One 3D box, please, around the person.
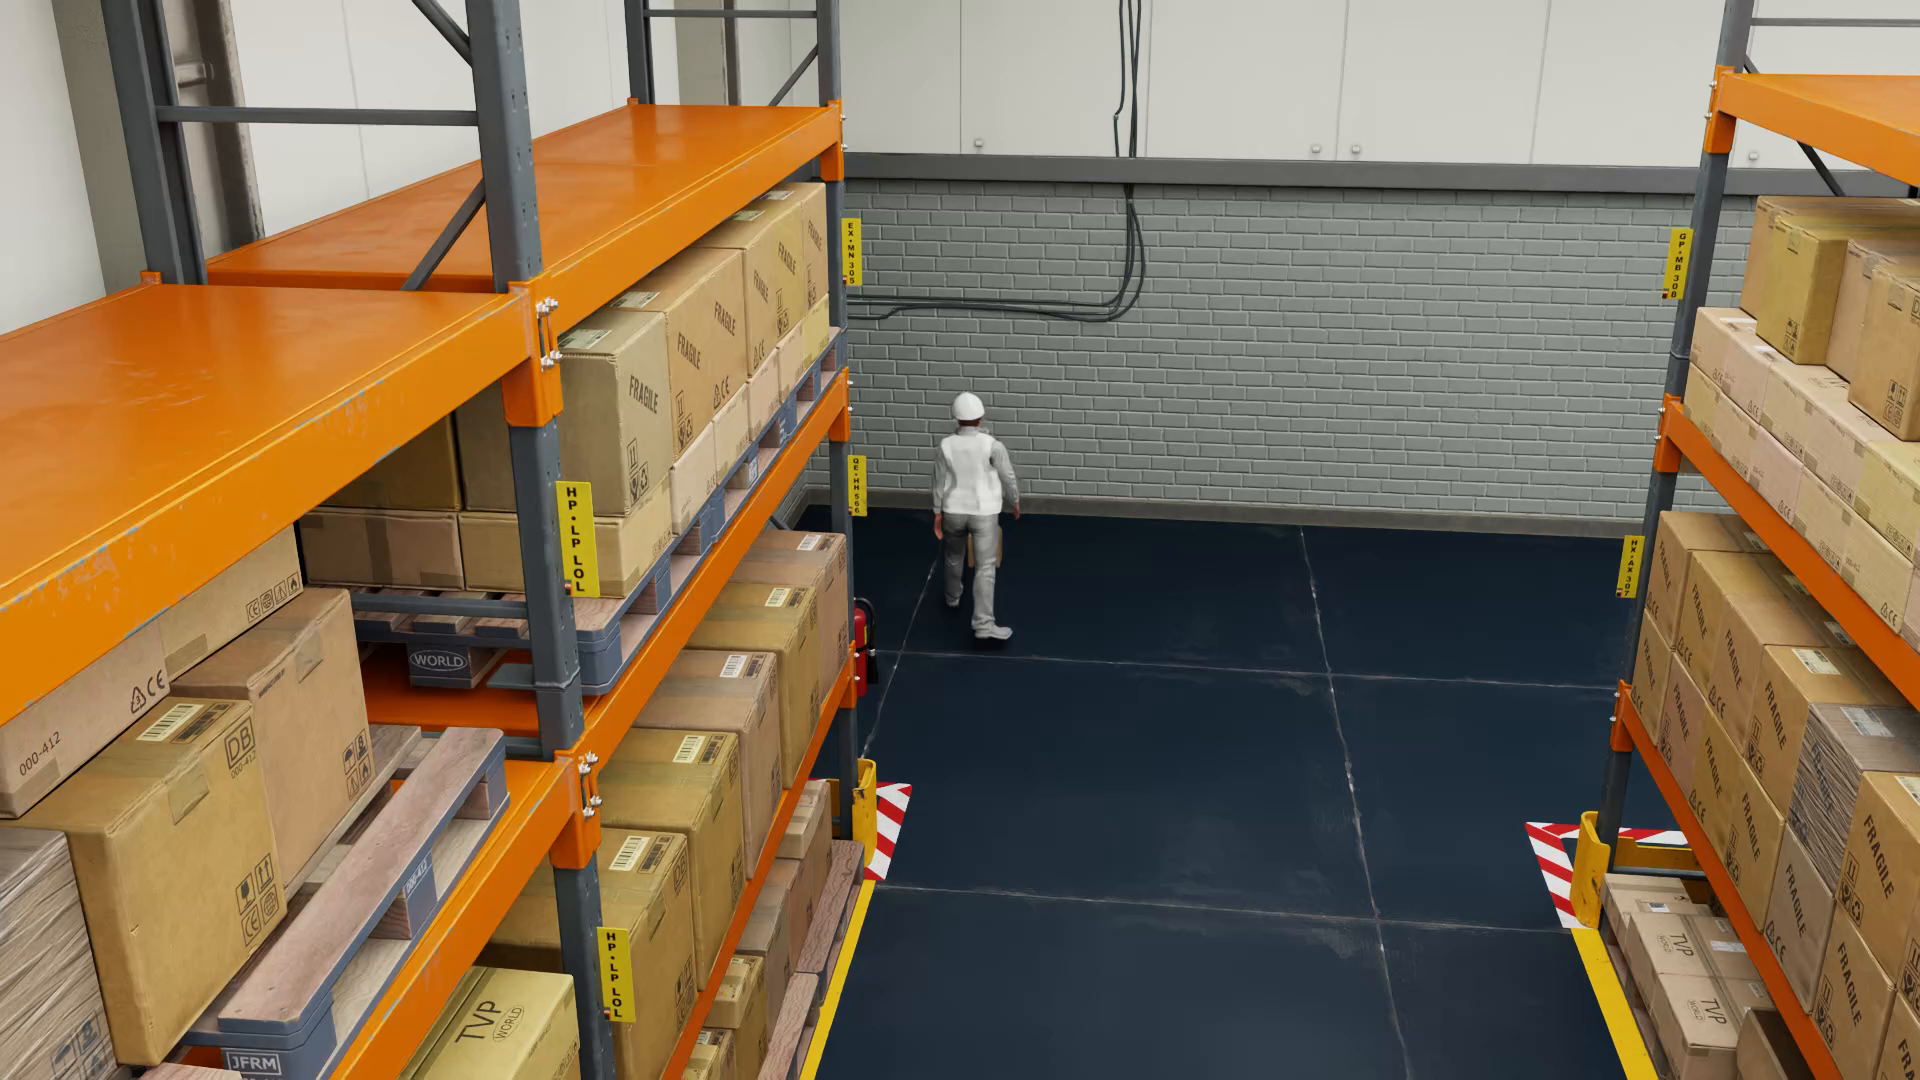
[{"bbox_3d":[0.121,-0.204,12.046,0.714,1.731,0.980,7,22,17],"label":"person"}]
